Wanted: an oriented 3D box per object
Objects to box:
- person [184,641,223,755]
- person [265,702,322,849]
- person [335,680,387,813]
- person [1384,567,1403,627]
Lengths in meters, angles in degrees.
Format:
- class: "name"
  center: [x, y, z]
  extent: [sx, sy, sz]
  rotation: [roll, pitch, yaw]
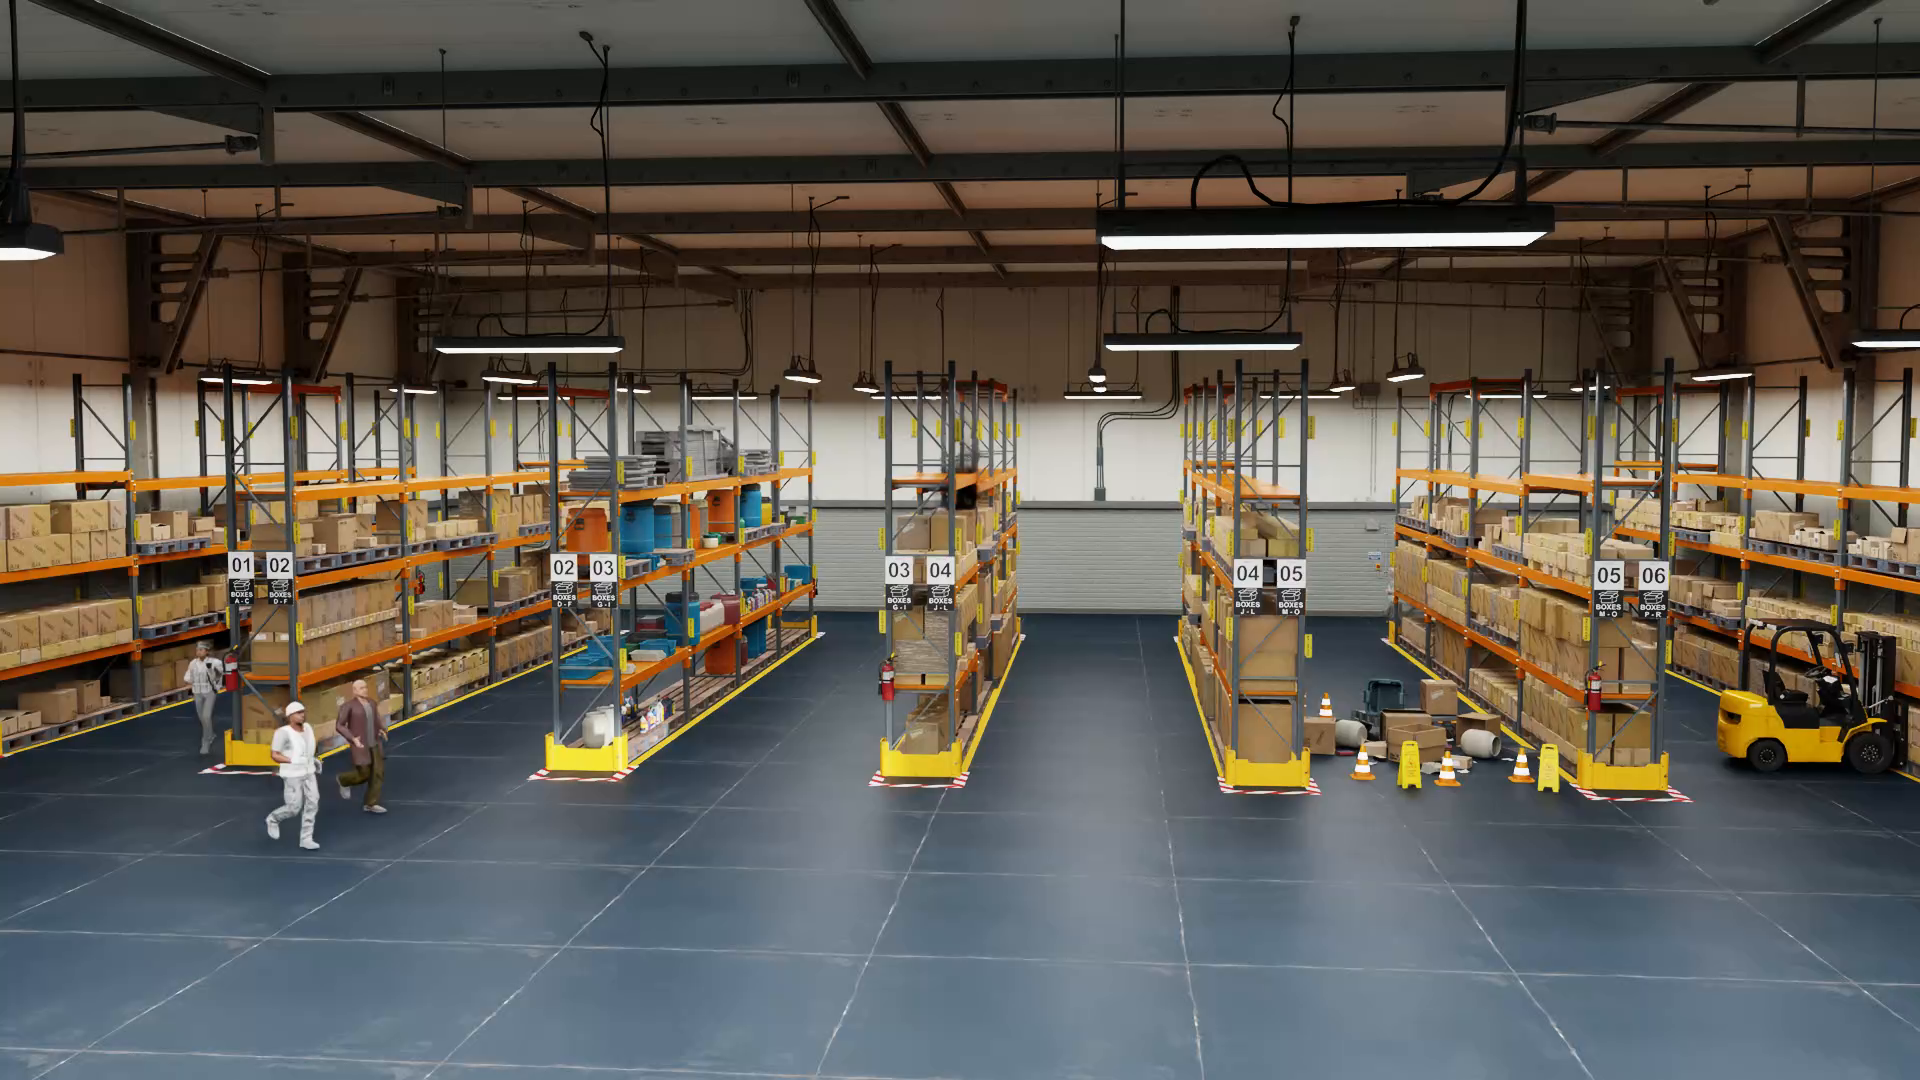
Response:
- class: "person"
  center: [-11.821, 2.446, 26.033]
  extent: [0.609, 1.765, 0.711]
  rotation: [0, 4, 5]
- class: "person"
  center: [-7.982, 2.811, 19.942]
  extent: [0.764, 1.750, 0.691]
  rotation: [2, 4, 24]
- class: "person"
  center: [-7.865, 2.704, 21.910]
  extent: [0.813, 1.735, 0.726]
  rotation: [2, 4, 32]
- class: "person"
  center: [10.637, 1.482, 40.417]
  extent: [0.653, 1.773, 0.695]
  rotation: [1, 4, 18]
